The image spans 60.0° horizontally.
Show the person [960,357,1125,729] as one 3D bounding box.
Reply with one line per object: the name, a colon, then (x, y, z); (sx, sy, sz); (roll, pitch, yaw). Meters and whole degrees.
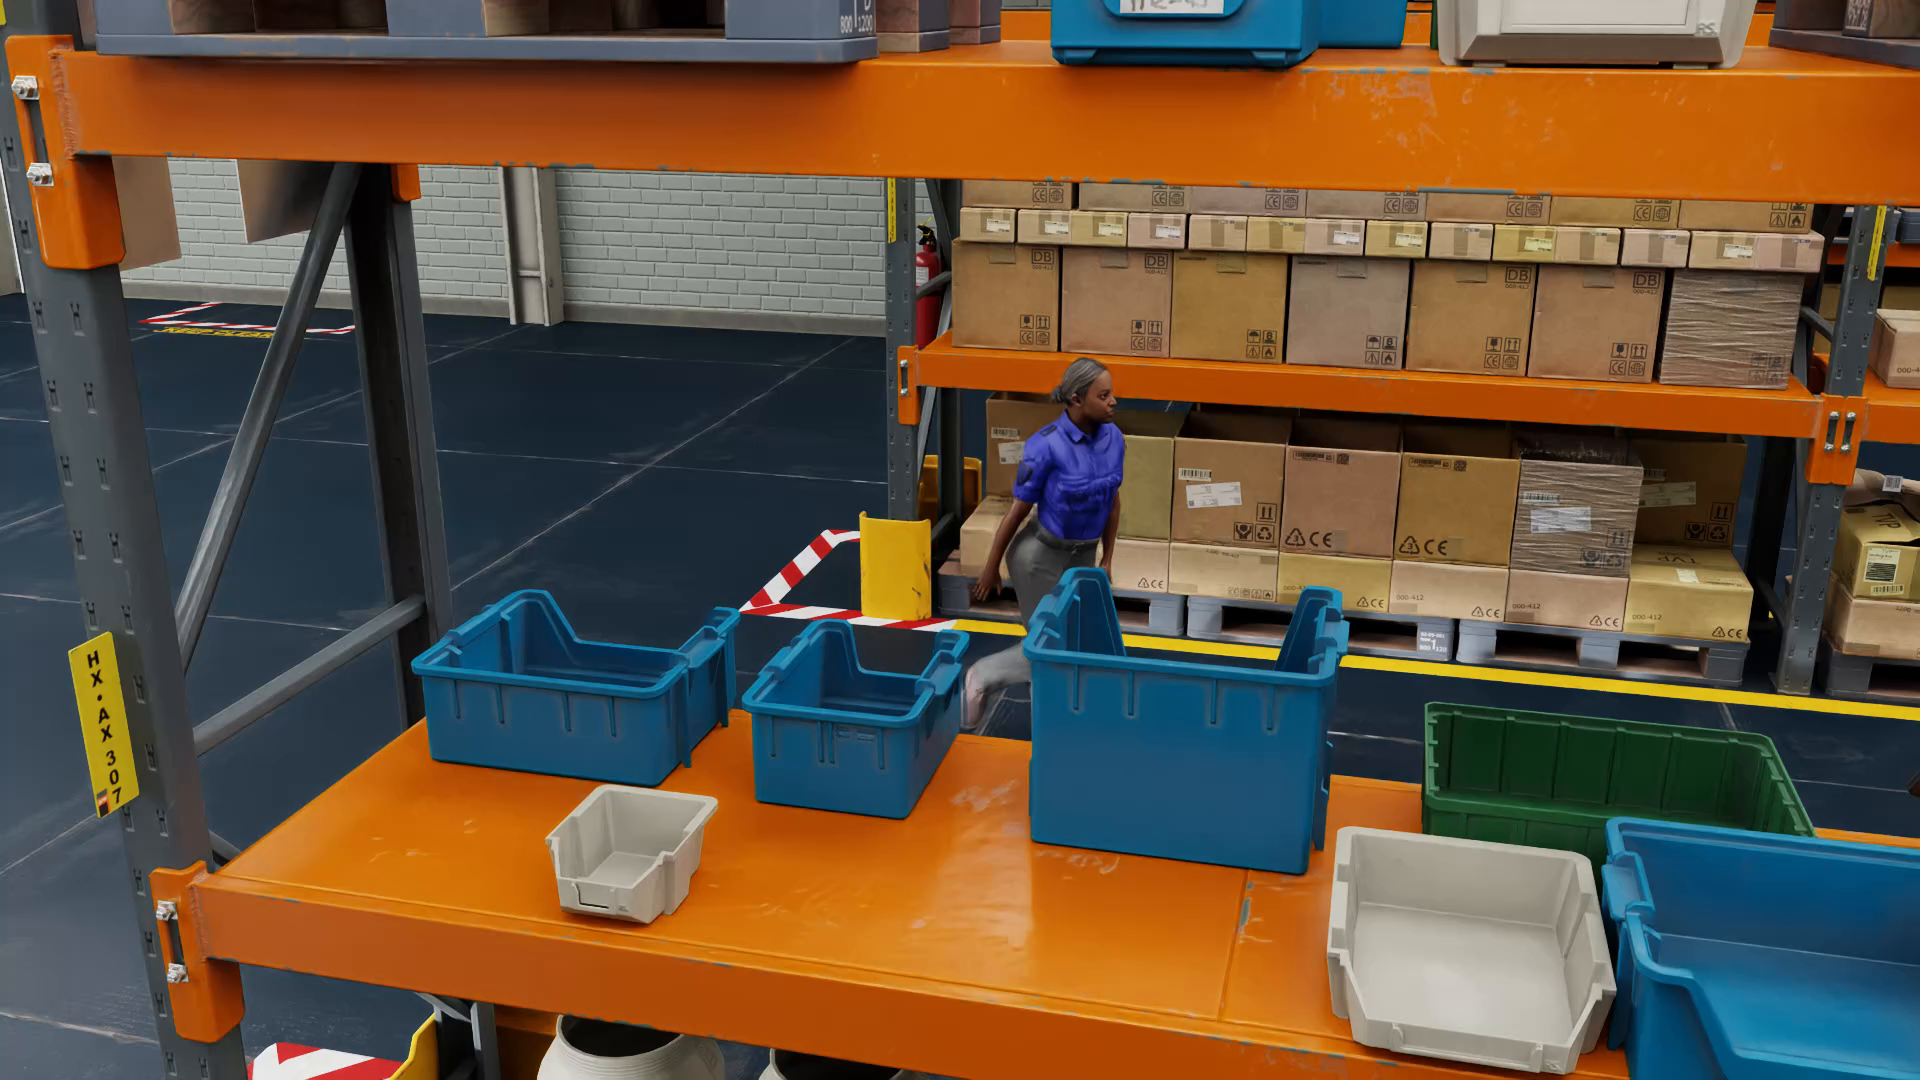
person: (0.325, 0.075, 6.355); (0.529, 1.618, 0.758); (-15, 23, -37)
